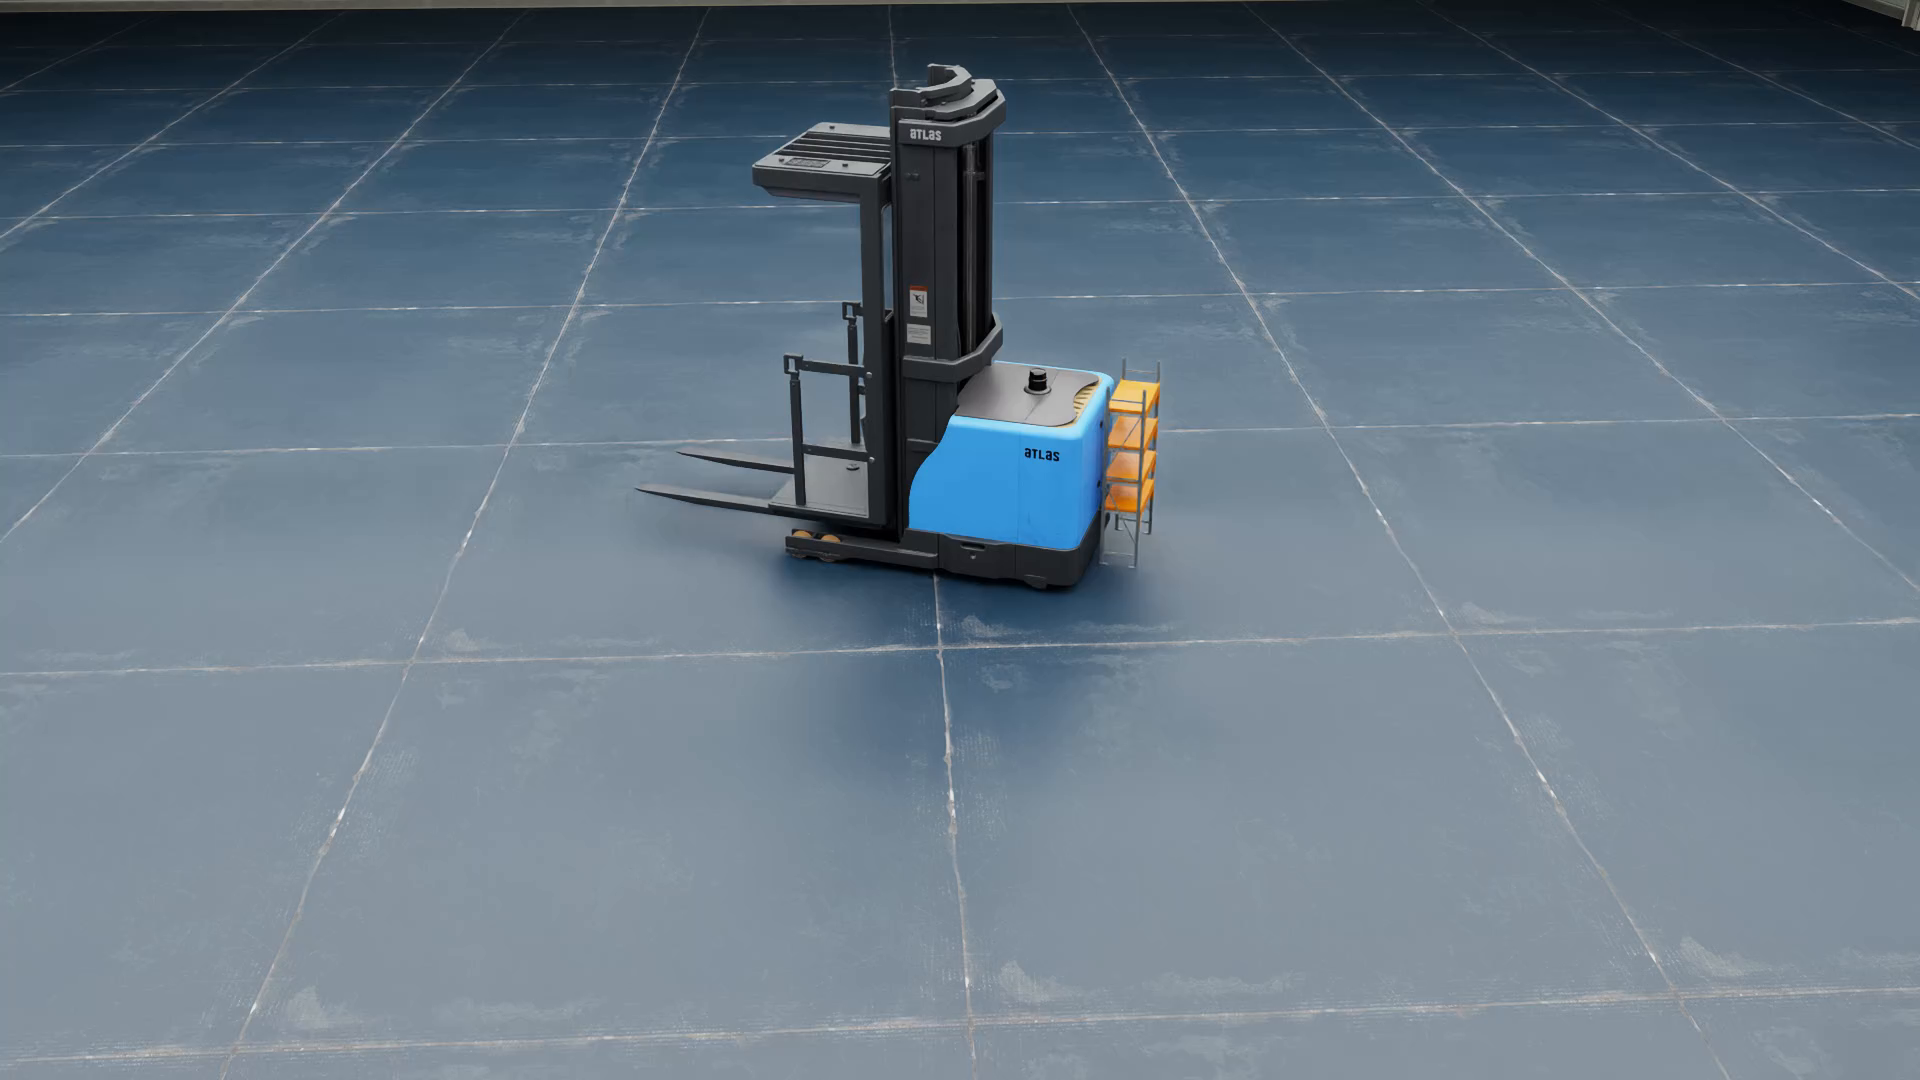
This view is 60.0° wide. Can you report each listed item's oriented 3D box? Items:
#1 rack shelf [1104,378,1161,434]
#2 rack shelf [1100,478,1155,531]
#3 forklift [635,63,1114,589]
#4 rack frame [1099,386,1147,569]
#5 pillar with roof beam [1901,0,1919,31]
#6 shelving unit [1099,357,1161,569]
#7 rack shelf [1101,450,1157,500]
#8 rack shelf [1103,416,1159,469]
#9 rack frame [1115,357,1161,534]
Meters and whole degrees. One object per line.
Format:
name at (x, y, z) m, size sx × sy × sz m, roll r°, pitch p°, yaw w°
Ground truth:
rack shelf at (1.058, -0.827, 10.186) m, size 0.258 × 0.148 × 0.480 m, roll 8°, pitch 28°, yaw 14°
rack shelf at (1.060, -0.242, 10.491) m, size 0.258 × 0.148 × 0.480 m, roll 8°, pitch 28°, yaw 14°
forklift at (-0.595, -1.385, 10.235) m, size 3.031 × 2.935 × 1.130 m, roll 8°, pitch 29°, yaw 15°
rack frame at (0.991, -0.370, 10.160) m, size 0.240 × 1.200 × 0.015 m, roll 8°, pitch 28°, yaw 14°
pillar with roof beam at (10.811, -11.966, 23.962) m, size 9.100 × 9.000 × 0.400 m, roll -1°, pitch 28°, yaw -3°
shelving unit at (1.059, -0.478, 10.368) m, size 0.258 × 1.200 × 0.503 m, roll 8°, pitch 28°, yaw 14°
rack shelf at (1.060, -0.418, 10.399) m, size 0.258 × 0.148 × 0.480 m, roll 8°, pitch 28°, yaw 14°
rack shelf at (1.059, -0.617, 10.296) m, size 0.258 × 0.148 × 0.480 m, roll 8°, pitch 28°, yaw 14°
rack frame at (1.128, -0.586, 10.576) m, size 0.240 × 1.200 × 0.015 m, roll 8°, pitch 28°, yaw 14°
